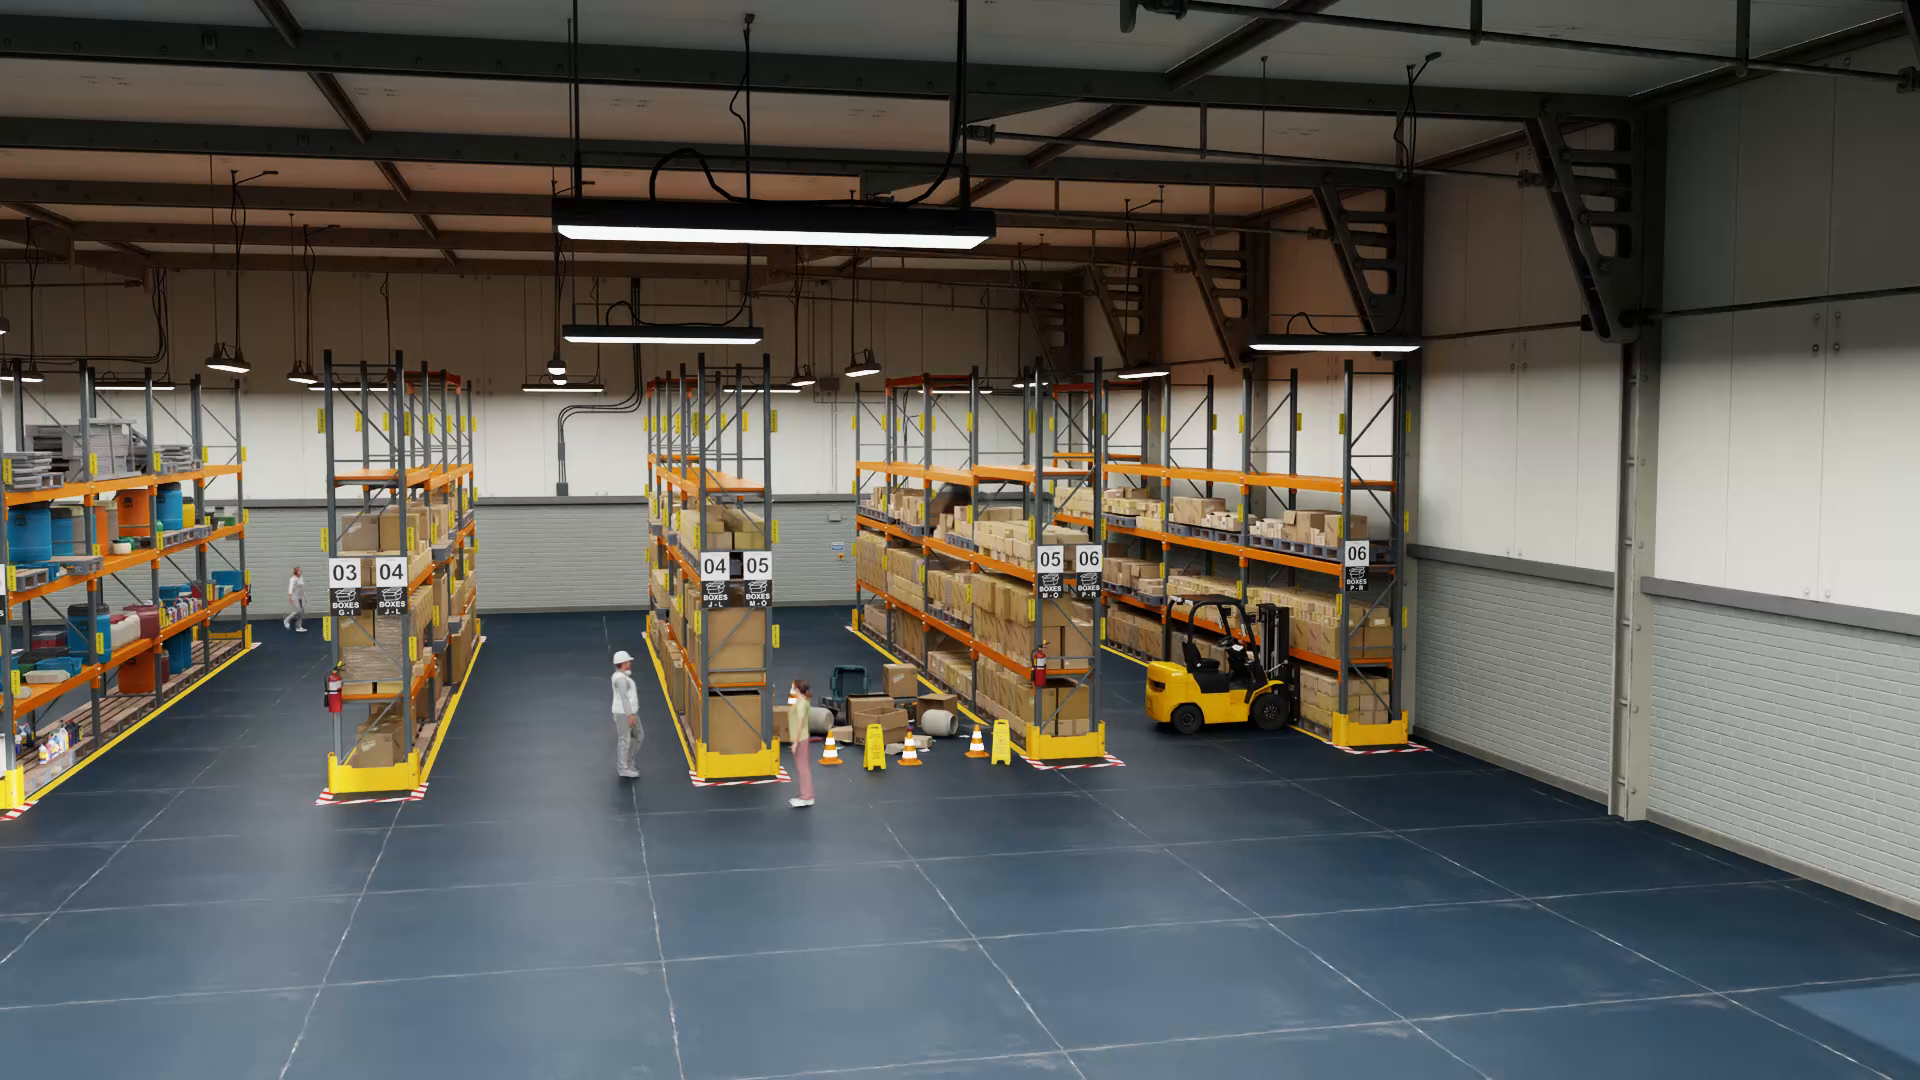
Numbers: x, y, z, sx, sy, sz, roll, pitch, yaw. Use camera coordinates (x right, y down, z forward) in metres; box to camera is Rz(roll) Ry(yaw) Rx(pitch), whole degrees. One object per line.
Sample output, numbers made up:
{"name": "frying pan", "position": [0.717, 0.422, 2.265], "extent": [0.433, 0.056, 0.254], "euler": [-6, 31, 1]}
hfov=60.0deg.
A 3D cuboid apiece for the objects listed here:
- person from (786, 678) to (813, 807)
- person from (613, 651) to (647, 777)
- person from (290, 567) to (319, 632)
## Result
{"name": "person", "position": [-2.093, 2.663, 21.824], "extent": [0.343, 1.672, 0.480], "euler": [-1, 4, -14]}
{"name": "person", "position": [-4.736, 2.483, 23.675], "extent": [0.436, 1.803, 0.522], "euler": [1, 4, 11]}
{"name": "person", "position": [-15.799, 1.442, 40.041], "extent": [0.602, 1.566, 0.482], "euler": [1, 4, 12]}
